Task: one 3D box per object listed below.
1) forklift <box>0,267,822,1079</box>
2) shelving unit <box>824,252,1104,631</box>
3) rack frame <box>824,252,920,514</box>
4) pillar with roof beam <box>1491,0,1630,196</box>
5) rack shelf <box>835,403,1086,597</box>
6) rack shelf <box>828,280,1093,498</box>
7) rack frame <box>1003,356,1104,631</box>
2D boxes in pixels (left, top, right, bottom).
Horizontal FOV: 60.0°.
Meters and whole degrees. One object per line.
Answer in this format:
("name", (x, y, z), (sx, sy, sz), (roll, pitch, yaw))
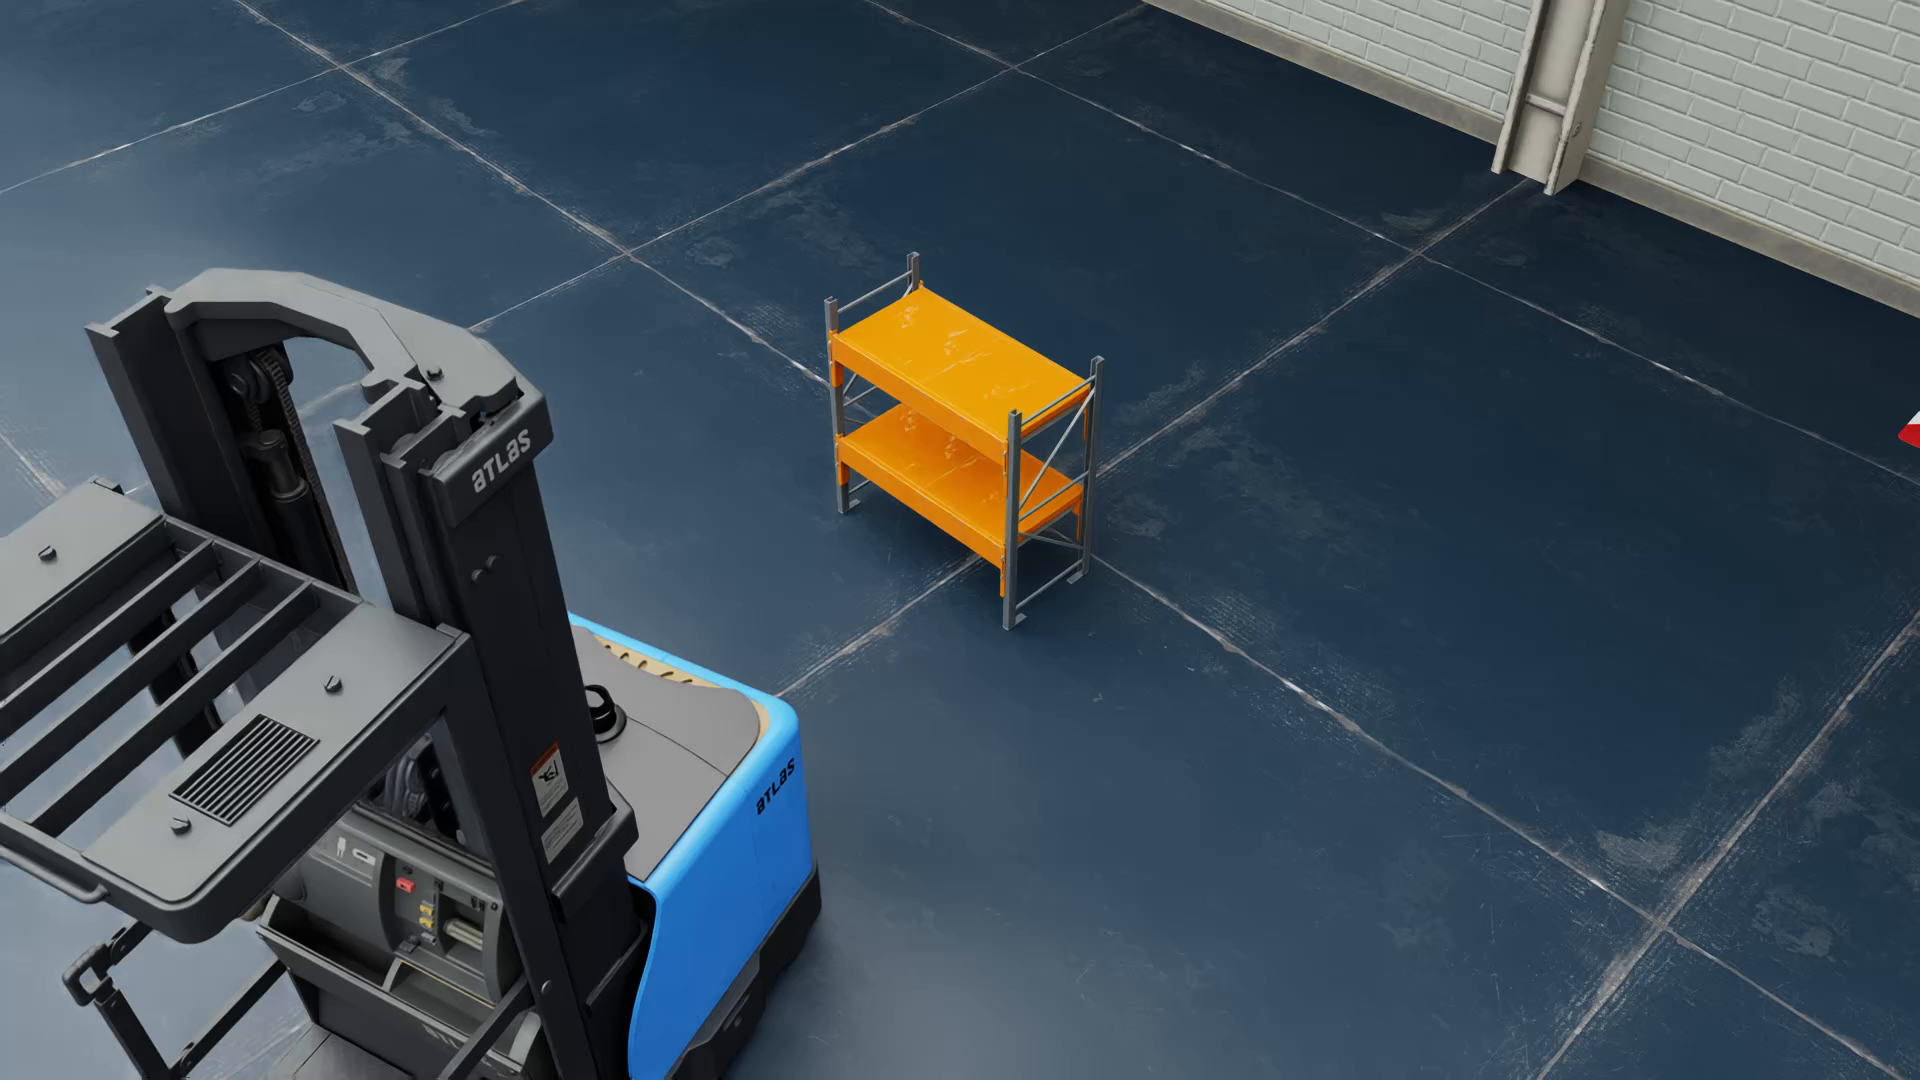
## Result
("forklift", (-1.614, 0.959, 4.053), (1.130, 2.935, 3.031), (20, 46, 20))
("shelving unit", (0.005, -0.410, 6.865), (0.538, 1.125, 1.048), (-34, 53, -31))
("rack frame", (-0.354, -0.654, 7.129), (0.500, 1.125, 0.032), (-34, 53, -31))
("pillar with roof beam", (0.246, -3.343, 4.237), (9.100, 9.000, 0.400), (-34, 53, -31))
("rack shelf", (0.005, -0.230, 7.031), (0.538, 0.278, 1.000), (-34, 53, -31))
("rack shelf", (0.005, -0.625, 6.666), (0.538, 0.278, 1.000), (-34, 53, -31))
("rack frame", (0.364, -0.166, 6.600), (0.500, 1.125, 0.032), (-34, 53, -31))
